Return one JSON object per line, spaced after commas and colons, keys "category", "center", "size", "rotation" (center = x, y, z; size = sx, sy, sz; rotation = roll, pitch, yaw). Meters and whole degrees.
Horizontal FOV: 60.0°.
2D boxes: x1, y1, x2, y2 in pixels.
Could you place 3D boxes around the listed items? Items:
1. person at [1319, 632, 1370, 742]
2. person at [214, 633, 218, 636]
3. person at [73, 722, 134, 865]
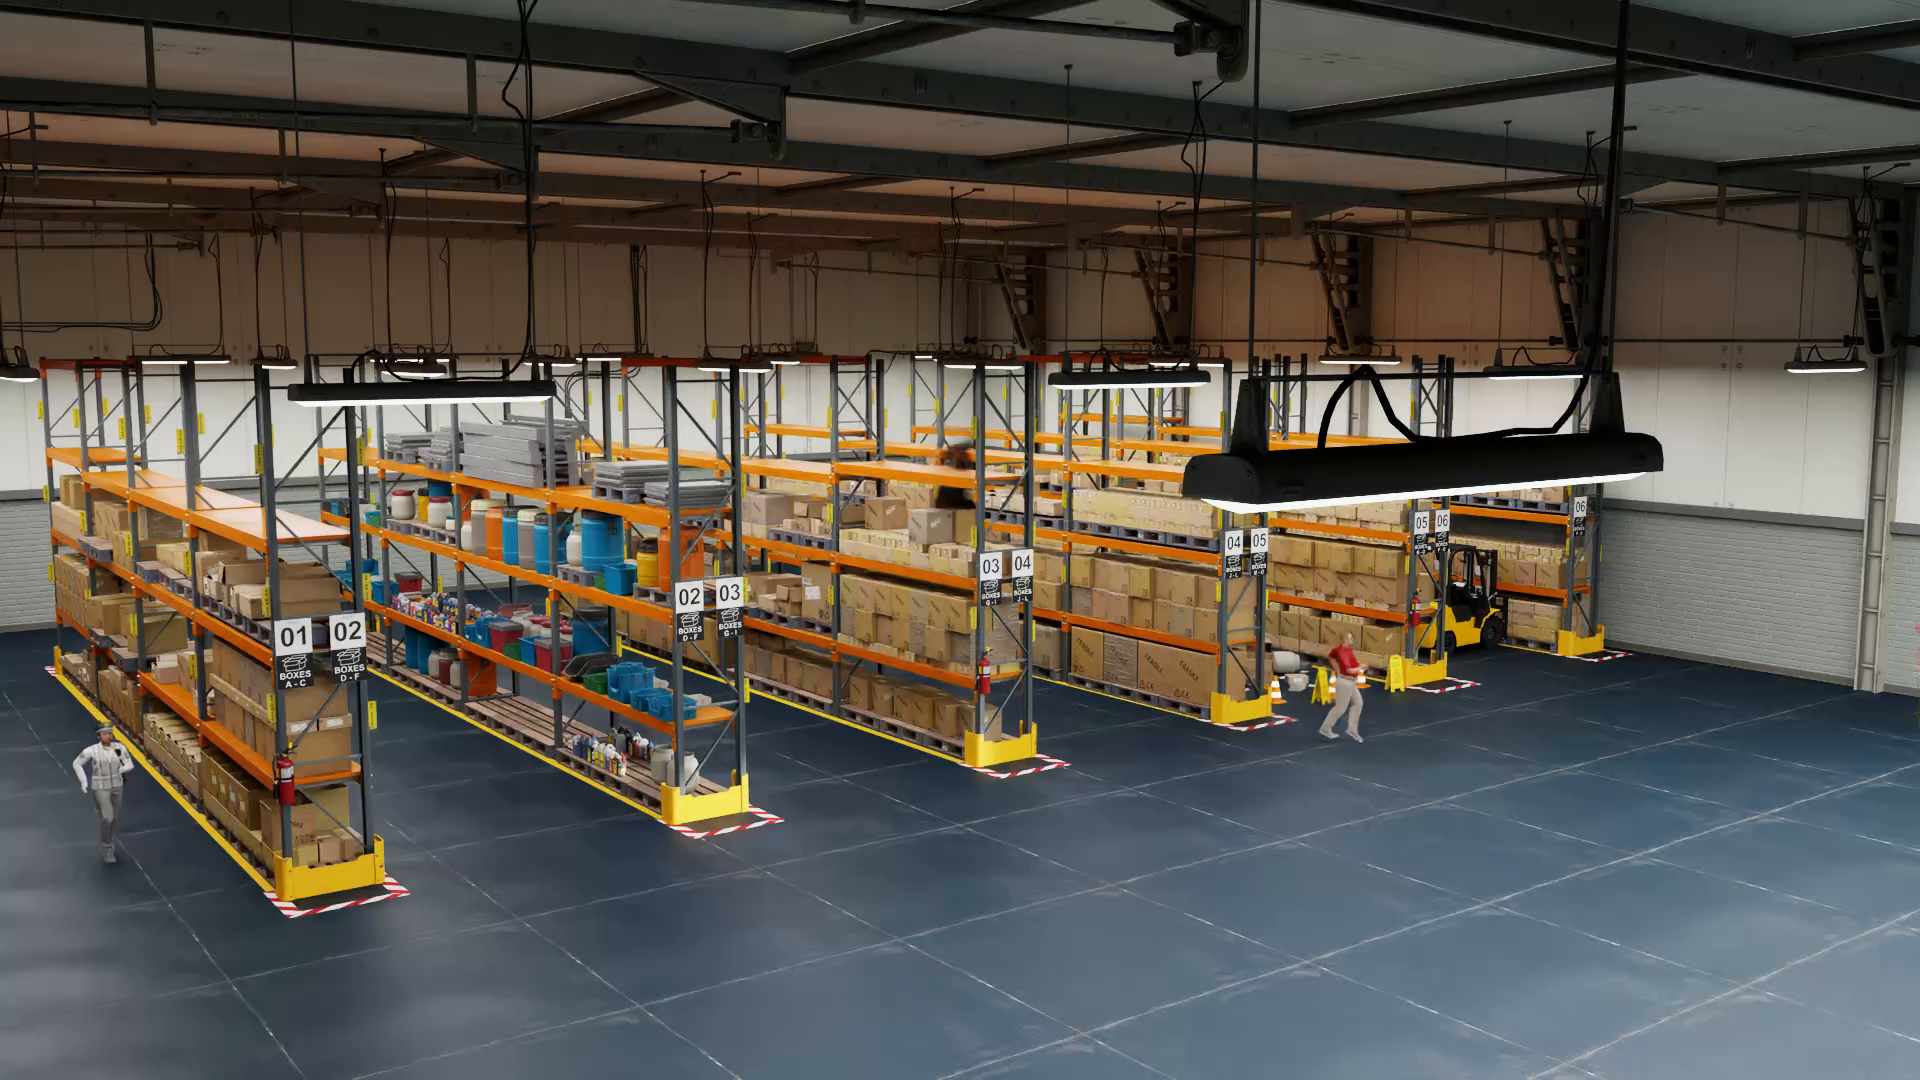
{"category": "person", "center": [6.079, 2.335, 26.284], "size": [0.761, 1.799, 0.639], "rotation": [2, 7, 15]}
{"category": "person", "center": [-13.708, 1.732, 31.134], "size": [0.583, 1.726, 0.651], "rotation": [7, 10, 44]}
{"category": "person", "center": [-10.394, 3.067, 20.282], "size": [0.732, 1.749, 0.576], "rotation": [6, 9, 39]}
